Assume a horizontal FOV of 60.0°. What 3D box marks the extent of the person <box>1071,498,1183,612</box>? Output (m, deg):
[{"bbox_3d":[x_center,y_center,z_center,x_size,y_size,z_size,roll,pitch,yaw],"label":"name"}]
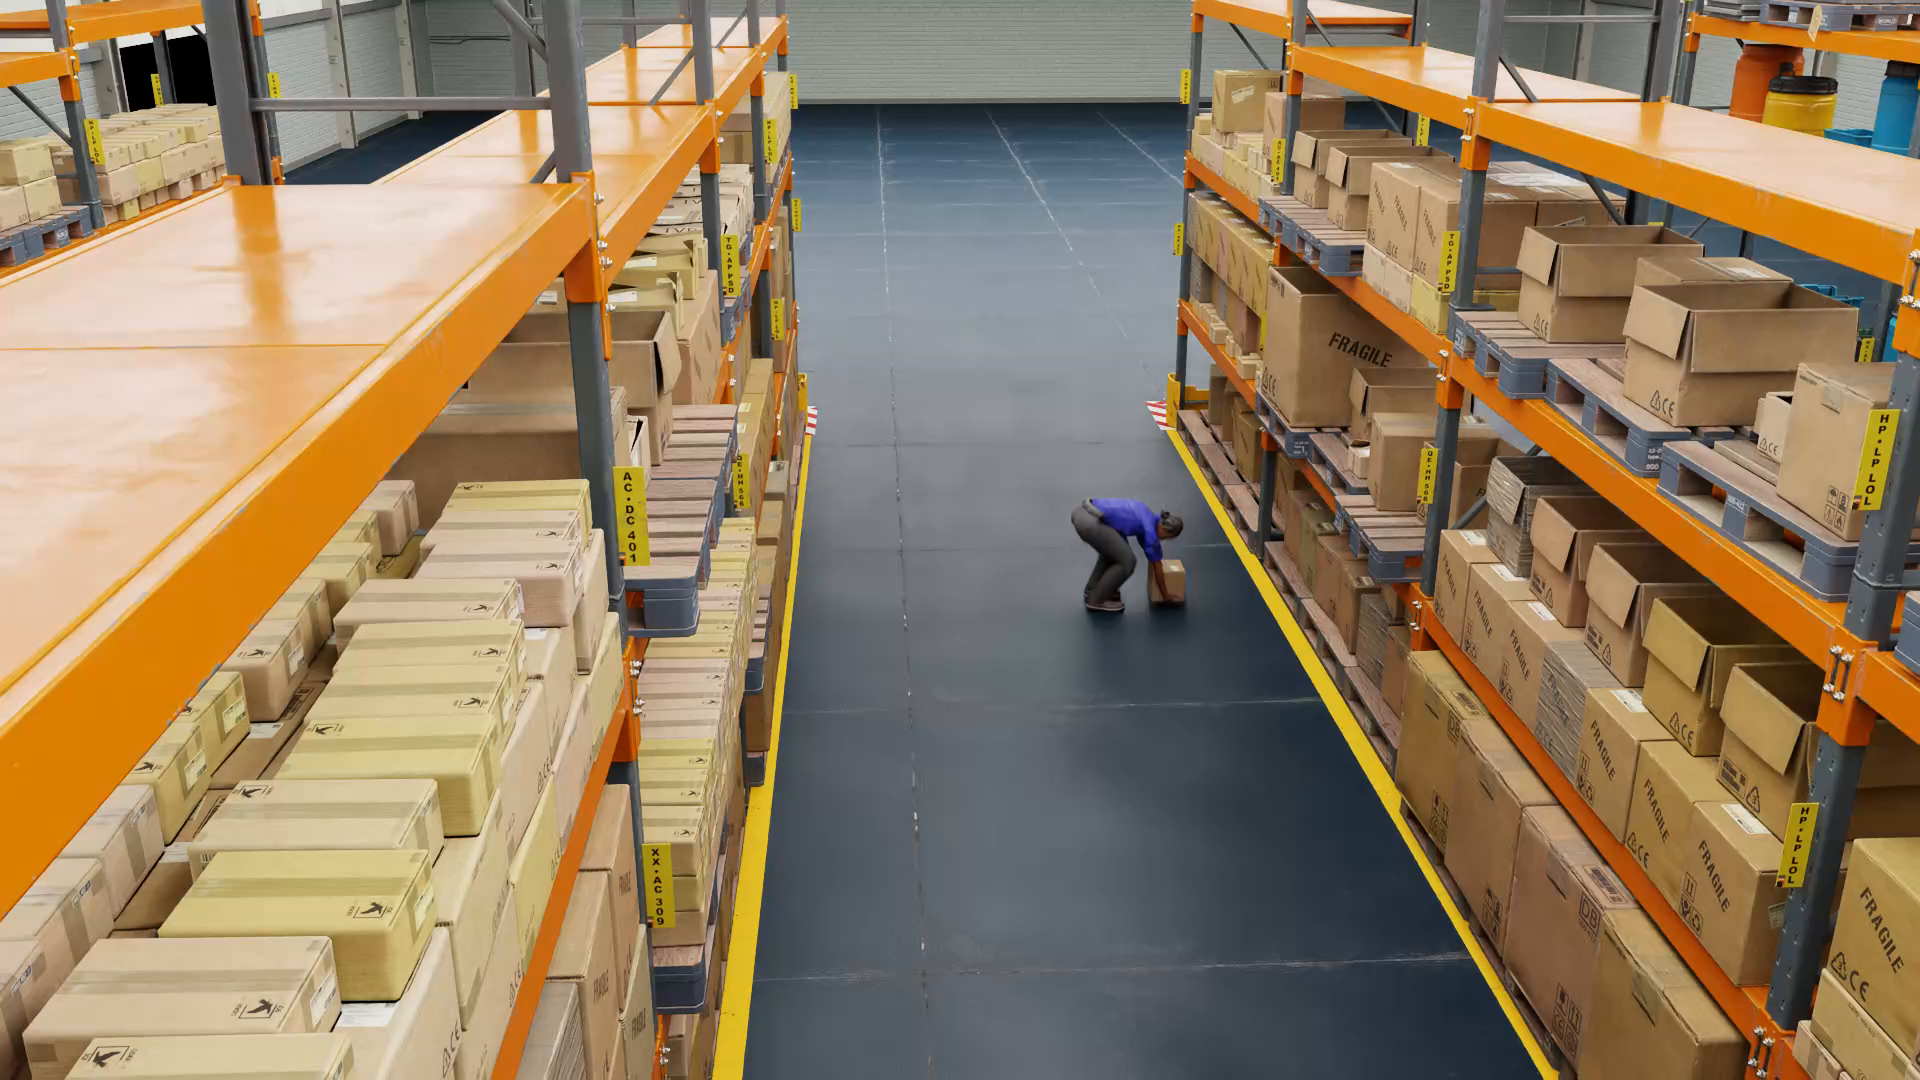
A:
[{"bbox_3d":[1.282,0.085,12.811,0.866,0.864,0.465,-2,21,-6],"label":"person"}]
